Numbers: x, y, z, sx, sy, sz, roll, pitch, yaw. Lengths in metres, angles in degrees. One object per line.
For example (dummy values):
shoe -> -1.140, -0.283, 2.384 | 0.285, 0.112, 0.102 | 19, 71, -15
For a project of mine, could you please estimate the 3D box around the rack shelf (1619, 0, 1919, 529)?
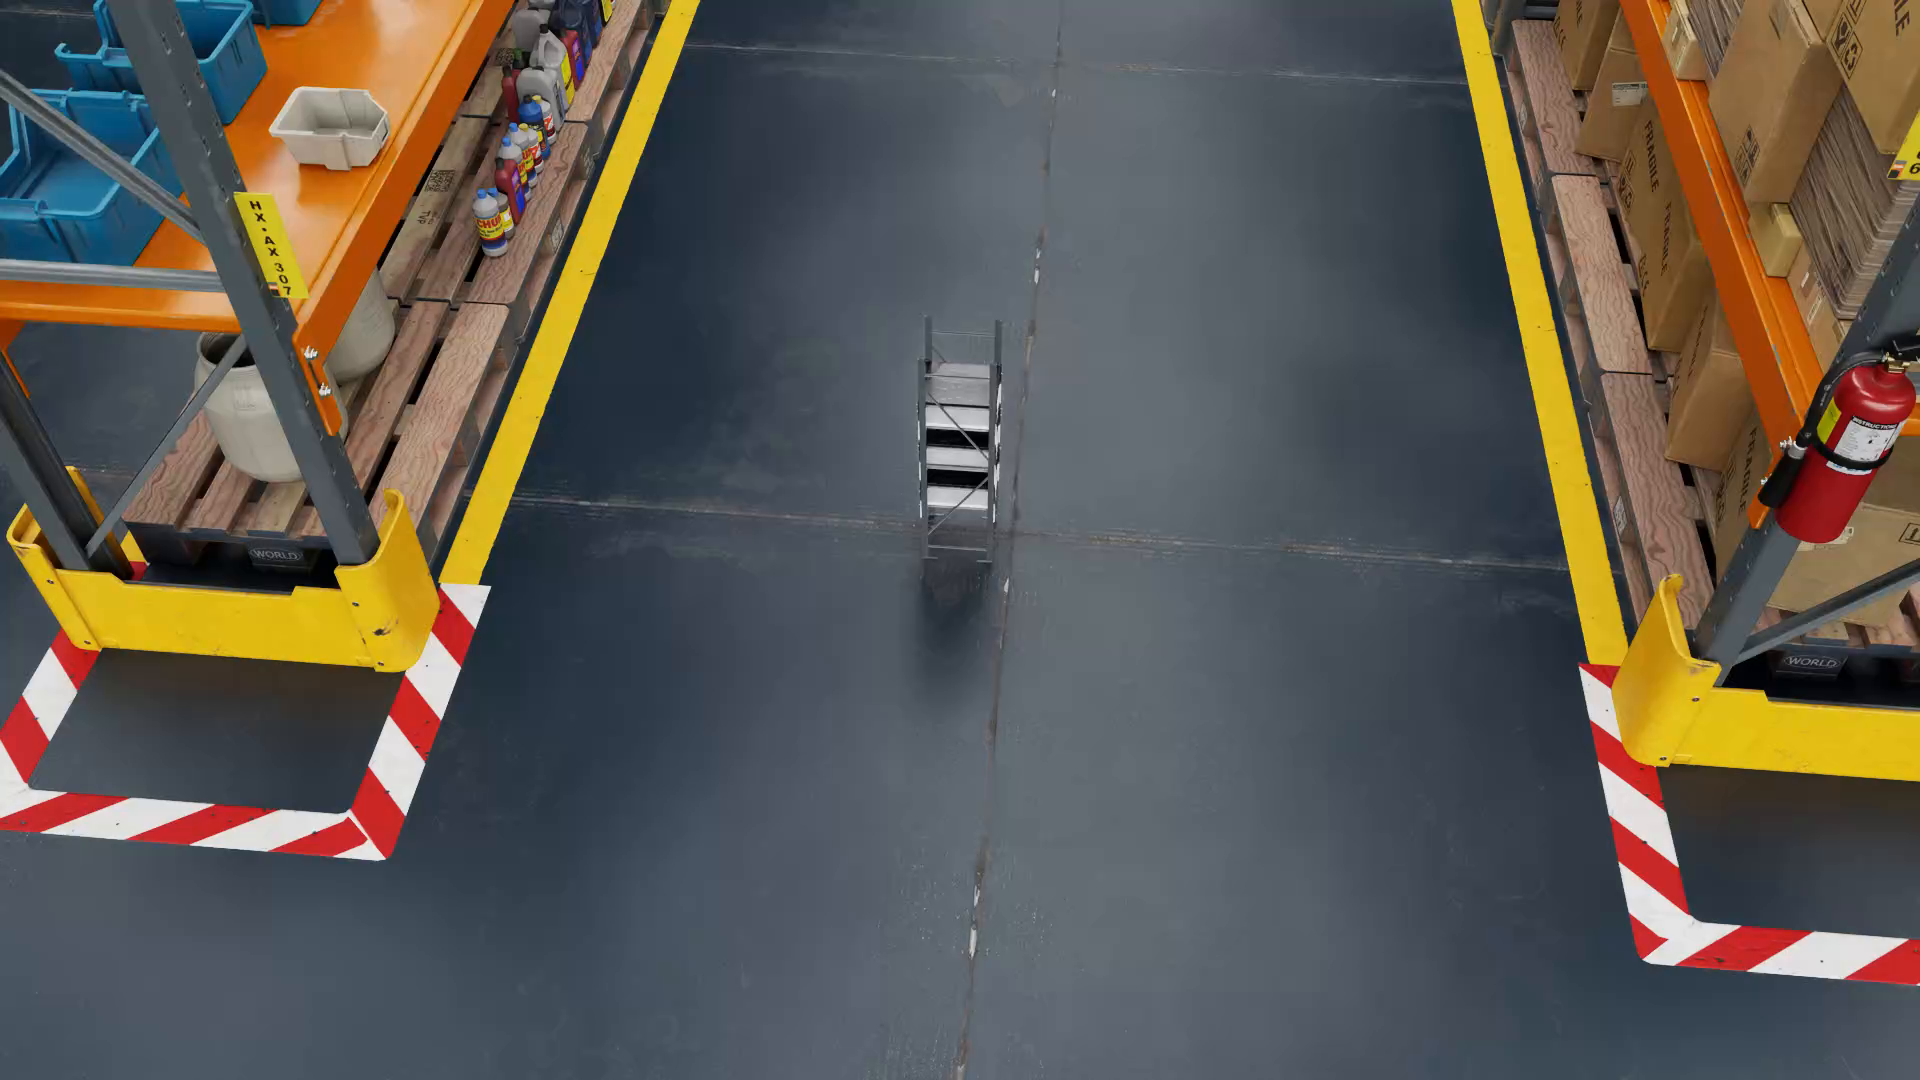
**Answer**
rack shelf -> 2.827, -1.583, 5.652 | 1.077, 0.370, 4.000 | 4, 48, 4

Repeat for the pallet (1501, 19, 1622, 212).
pallet -> 2.984, -1.858, 7.306 | 1.003, 0.211, 1.213 | 4, 48, 4

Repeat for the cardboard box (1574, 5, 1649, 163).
cardboard box -> 2.889, -1.881, 6.847 | 0.500, 0.500, 0.500 | 18, 50, 16

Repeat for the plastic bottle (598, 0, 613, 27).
plastic bottle -> -1.638, -2.484, 7.532 | 0.061, 0.283, 0.133 | 6, 48, 5

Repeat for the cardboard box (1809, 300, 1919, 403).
cardboard box -> 2.465, -0.494, 4.340 | 0.380, 0.149, 0.250 | 4, 48, 4

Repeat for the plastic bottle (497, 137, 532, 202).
plastic bottle -> -1.780, -1.480, 6.621 | 0.097, 0.271, 0.097 | 0, 48, 0

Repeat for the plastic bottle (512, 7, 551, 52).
plastic bottle -> -1.862, -2.215, 7.291 | 0.152, 0.276, 0.135 | 4, 48, 4

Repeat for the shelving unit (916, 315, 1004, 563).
shelving unit -> 0.001, -0.310, 5.423 | 0.258, 0.900, 0.210 | 4, 48, 4

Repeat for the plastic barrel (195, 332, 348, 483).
plastic barrel -> -2.303, -0.480, 5.557 | 0.421, 0.512, 0.421 | 0, 48, 0

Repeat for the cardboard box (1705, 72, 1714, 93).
cardboard box -> 2.563, -1.414, 5.181 | 0.380, 0.149, 0.250 | 4, 48, 4

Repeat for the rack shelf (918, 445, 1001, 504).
rack shelf -> 0.001, -0.226, 5.514 | 0.258, 0.077, 0.200 | 4, 48, 4

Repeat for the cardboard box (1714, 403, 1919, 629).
cardboard box -> 2.719, -0.112, 5.229 | 0.500, 0.500, 0.500 | 12, 49, 11

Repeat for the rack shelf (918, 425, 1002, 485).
rack shelf -> 0.001, -0.287, 5.448 | 0.258, 0.077, 0.200 | 4, 48, 4

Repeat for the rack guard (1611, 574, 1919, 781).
rack guard -> 2.652, 0.432, 5.016 | 1.175, 0.500, 0.348 | 4, 48, 4

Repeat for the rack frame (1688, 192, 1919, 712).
rack frame -> 2.645, -0.356, 4.043 | 1.000, 3.000, 0.127 | 4, 48, 4

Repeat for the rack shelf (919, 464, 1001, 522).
rack shelf -> 0.001, -0.166, 5.581 | 0.258, 0.077, 0.200 | 4, 48, 4

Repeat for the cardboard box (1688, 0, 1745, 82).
cardboard box -> 2.737, -1.632, 4.941 | 0.875, 0.500, 0.500 | 4, 48, 4

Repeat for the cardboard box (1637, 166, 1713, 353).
cardboard box -> 2.815, -1.012, 6.052 | 0.500, 0.500, 0.500 | 8, 48, 7

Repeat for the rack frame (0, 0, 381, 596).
rack frame -> -2.287, -0.689, 4.347 | 1.000, 3.000, 0.127 | 4, 48, 4

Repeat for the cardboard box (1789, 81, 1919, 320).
cardboard box -> 2.723, -0.892, 4.264 | 0.875, 0.500, 0.500 | 4, 48, 4

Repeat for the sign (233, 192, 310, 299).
sign -> -1.740, -0.742, 4.208 | 0.100, 0.325, 0.005 | 4, 48, 4

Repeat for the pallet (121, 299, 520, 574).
pallet -> -2.248, -0.403, 5.976 | 1.003, 0.211, 1.213 | 4, 48, 4

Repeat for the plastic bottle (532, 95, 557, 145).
plastic bottle -> -1.744, -1.754, 6.919 | 0.097, 0.201, 0.097 | 0, 48, 0

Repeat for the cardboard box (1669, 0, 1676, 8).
cardboard box -> 2.590, -1.783, 5.518 | 0.380, 0.149, 0.250 | 4, 48, 4

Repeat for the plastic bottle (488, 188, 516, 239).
plastic bottle -> -1.802, -1.280, 6.487 | 0.097, 0.201, 0.097 | 0, 48, 0

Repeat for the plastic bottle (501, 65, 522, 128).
plastic bottle -> -1.866, -1.877, 6.976 | 0.061, 0.283, 0.133 | 4, 48, 4

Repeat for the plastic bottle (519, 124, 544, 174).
plastic bottle -> -1.762, -1.602, 6.781 | 0.097, 0.201, 0.097 | 0, 48, 0

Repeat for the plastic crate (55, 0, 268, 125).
plastic crate -> -2.475, -1.503, 5.193 | 0.499, 0.251, 0.408 | 4, 48, 4

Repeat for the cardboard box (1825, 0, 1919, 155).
cardboard box -> 2.449, -1.248, 3.912 | 0.500, 0.500, 0.500 | 4, 48, 4

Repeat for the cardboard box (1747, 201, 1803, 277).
cardboard box -> 2.460, -0.865, 4.679 | 0.380, 0.149, 0.250 | 4, 48, 4

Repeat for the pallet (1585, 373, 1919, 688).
pallet -> 2.761, -0.065, 5.667 | 1.003, 0.211, 1.213 | 4, 48, 4

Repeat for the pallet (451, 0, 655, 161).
pallet -> -2.025, -2.196, 7.616 | 1.003, 0.211, 1.213 | 4, 48, 4

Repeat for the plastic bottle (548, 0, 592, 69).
plastic bottle -> -1.712, -2.249, 7.271 | 0.144, 0.351, 0.185 | 2, 48, 2

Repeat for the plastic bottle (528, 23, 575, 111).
plastic bottle -> -1.741, -2.012, 7.054 | 0.144, 0.351, 0.185 | 4, 48, 3

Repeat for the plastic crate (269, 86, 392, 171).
plastic crate -> -1.885, -1.236, 5.026 | 0.298, 0.136, 0.250 | 4, 48, 4

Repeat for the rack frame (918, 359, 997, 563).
rack frame -> -0.009, -0.235, 5.355 | 0.240, 0.900, 0.006 | 4, 48, 4
